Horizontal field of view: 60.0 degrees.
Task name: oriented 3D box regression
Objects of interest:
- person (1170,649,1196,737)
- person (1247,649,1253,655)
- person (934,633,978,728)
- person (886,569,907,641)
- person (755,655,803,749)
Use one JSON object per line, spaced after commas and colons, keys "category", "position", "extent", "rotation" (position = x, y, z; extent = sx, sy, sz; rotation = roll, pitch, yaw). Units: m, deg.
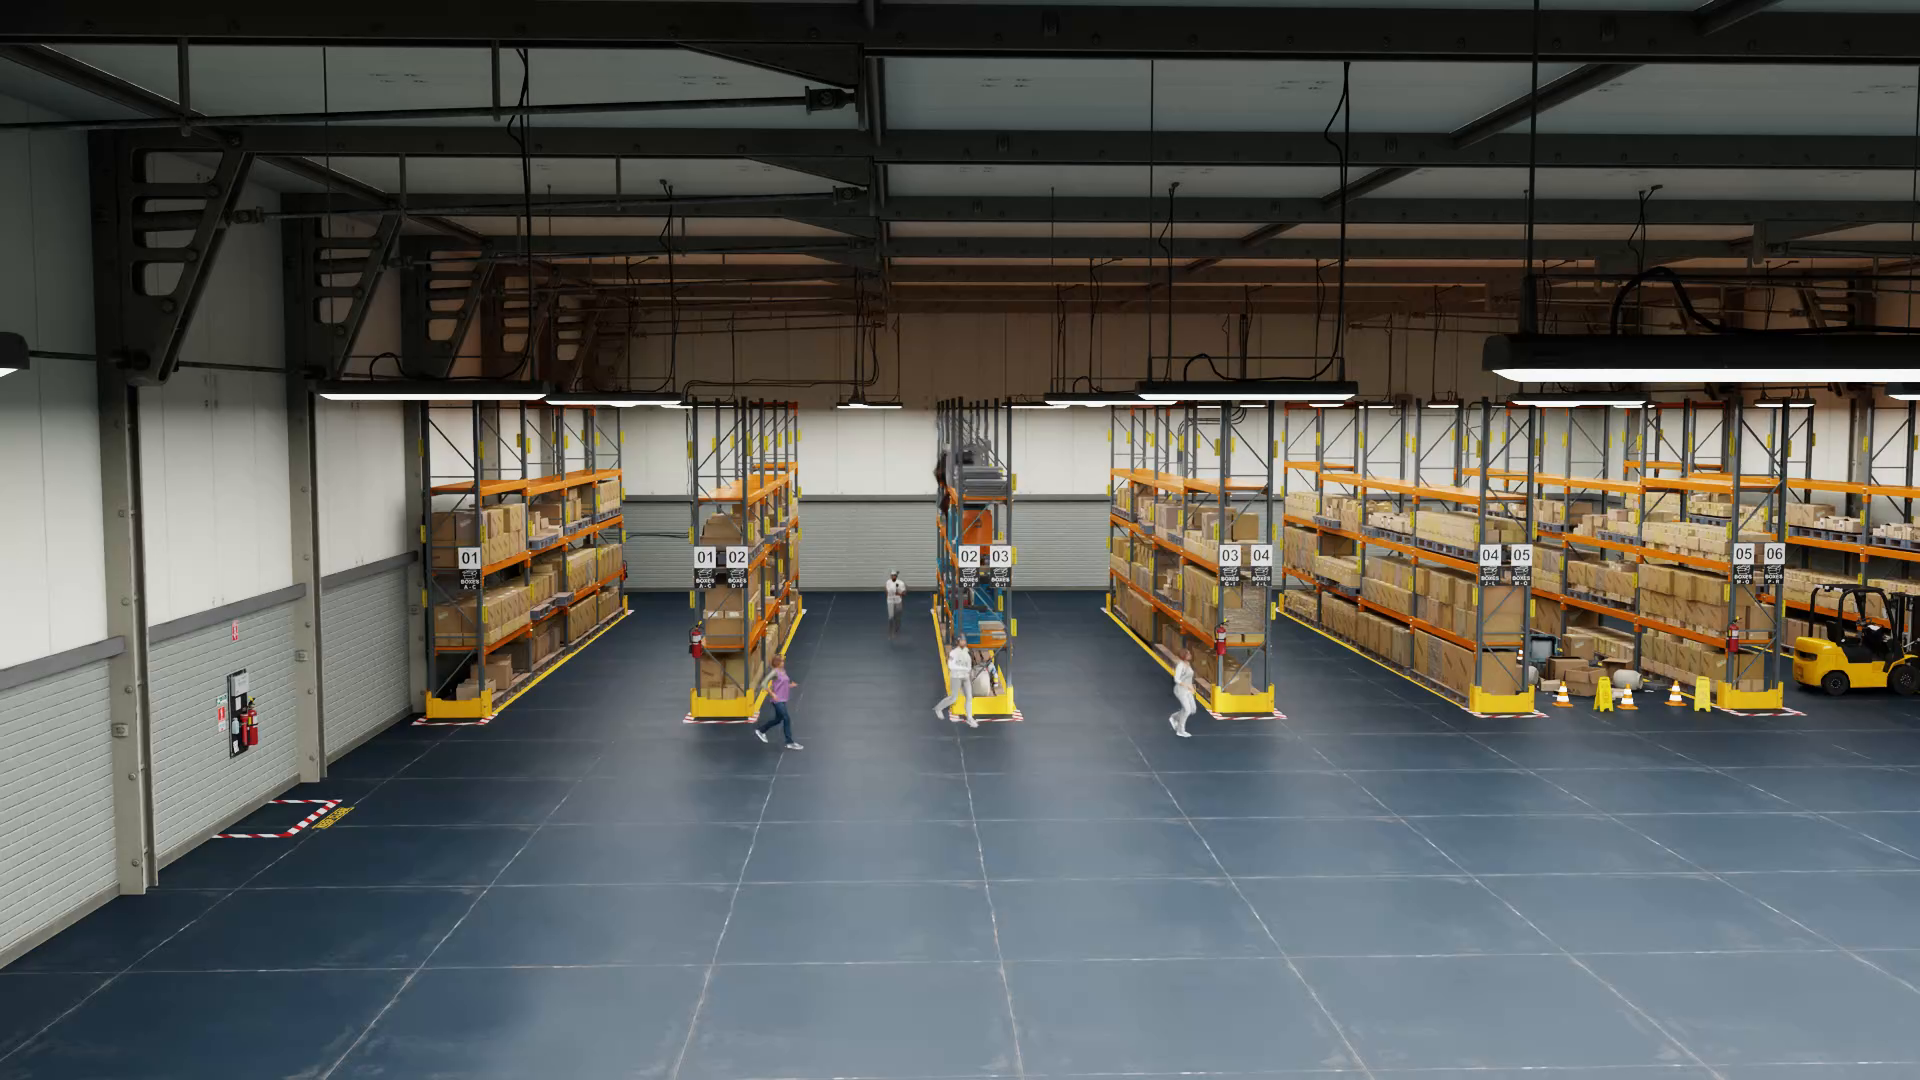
{"category": "person", "position": [3.915, 2.684, 29.272], "extent": [0.541, 1.565, 0.557], "rotation": [2, 5, 29]}
{"category": "person", "position": [6.883, 1.820, 39.347], "extent": [0.656, 1.764, 0.677], "rotation": [0, 4, 4]}
{"category": "person", "position": [-0.029, 2.532, 30.385], "extent": [0.624, 1.705, 0.936], "rotation": [-4, 6, -44]}
{"category": "person", "position": [-1.553, 1.547, 40.301], "extent": [0.556, 1.704, 0.797], "rotation": [0, 4, 5]}
{"category": "person", "position": [-3.073, 2.734, 28.172], "extent": [0.878, 1.581, 0.540], "rotation": [1, 5, 15]}
